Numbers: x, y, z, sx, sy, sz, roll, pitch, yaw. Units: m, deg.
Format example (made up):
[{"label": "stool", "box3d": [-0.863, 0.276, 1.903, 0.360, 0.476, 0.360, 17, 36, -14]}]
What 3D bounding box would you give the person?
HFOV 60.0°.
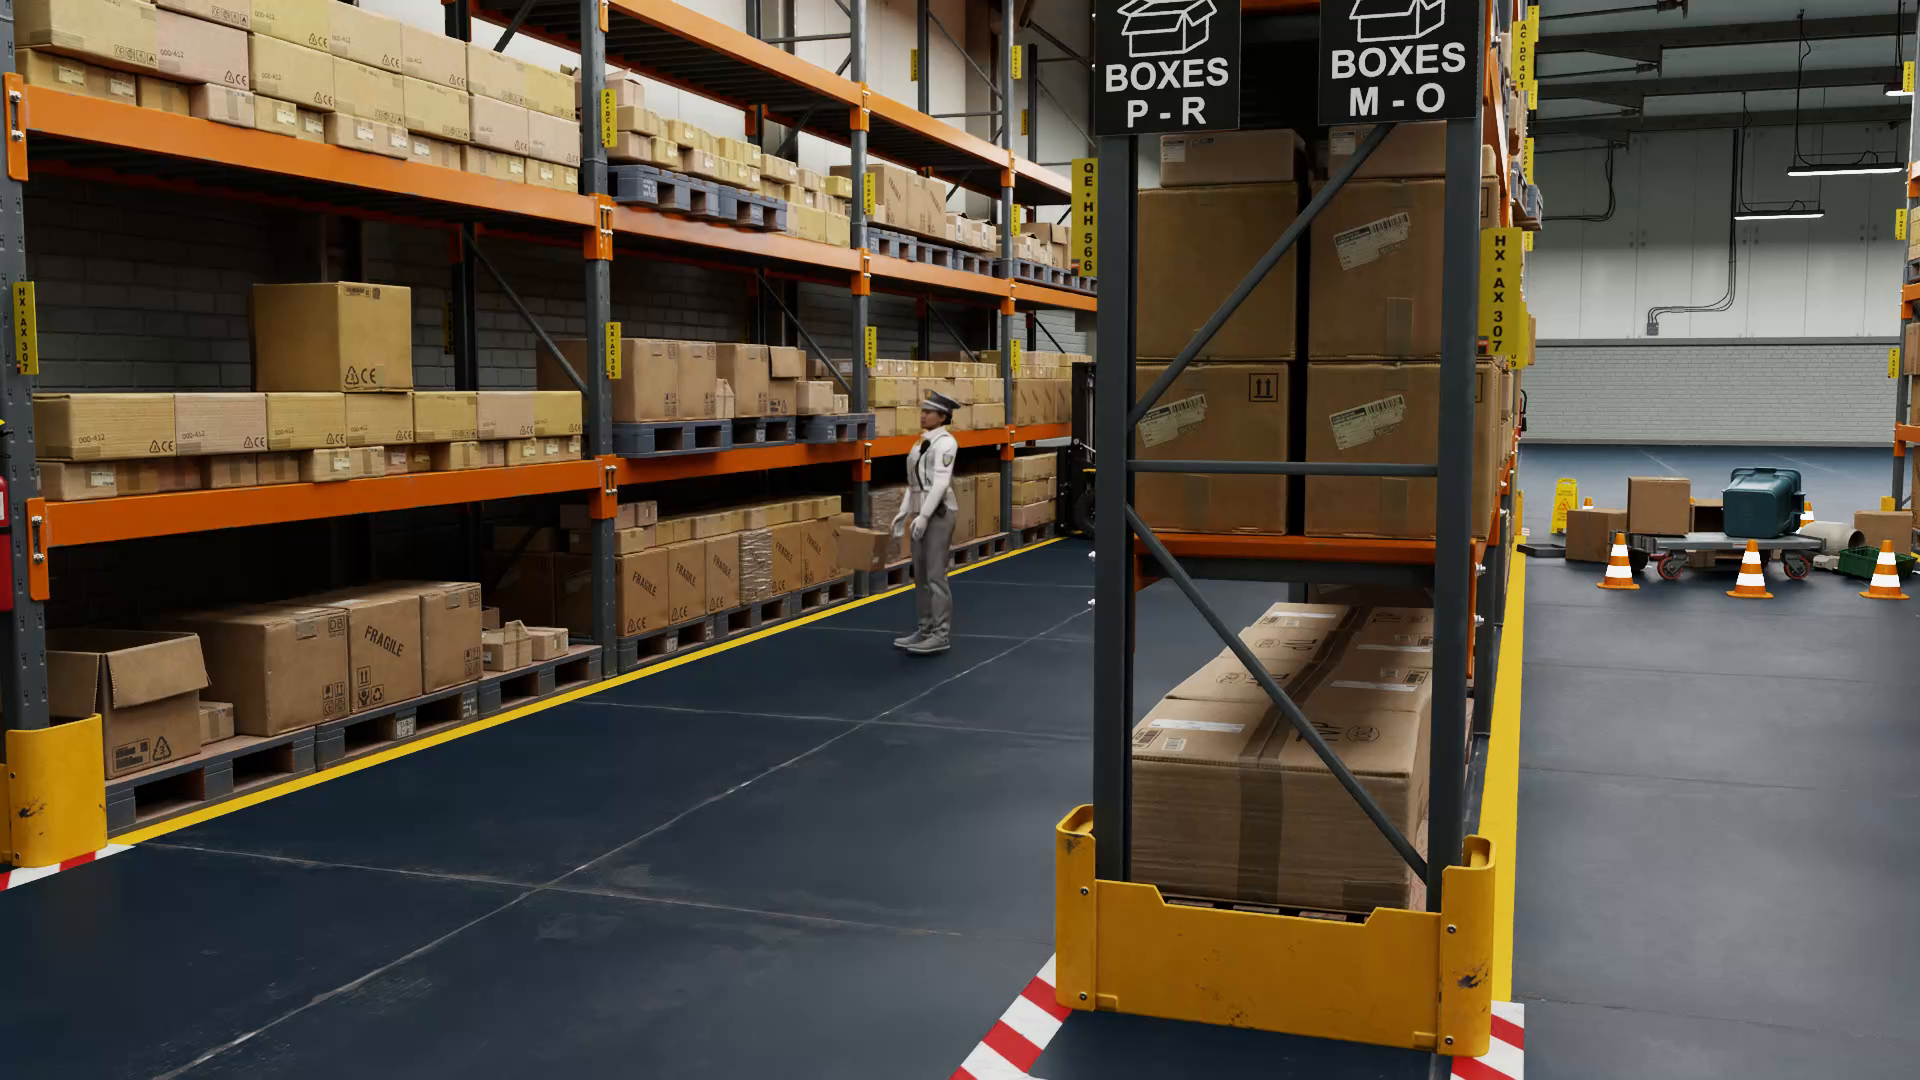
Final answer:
[{"label": "person", "box3d": [3.690, -0.504, 12.219, 8.763, 2.202, 0.661, -2, 6, -20]}]
